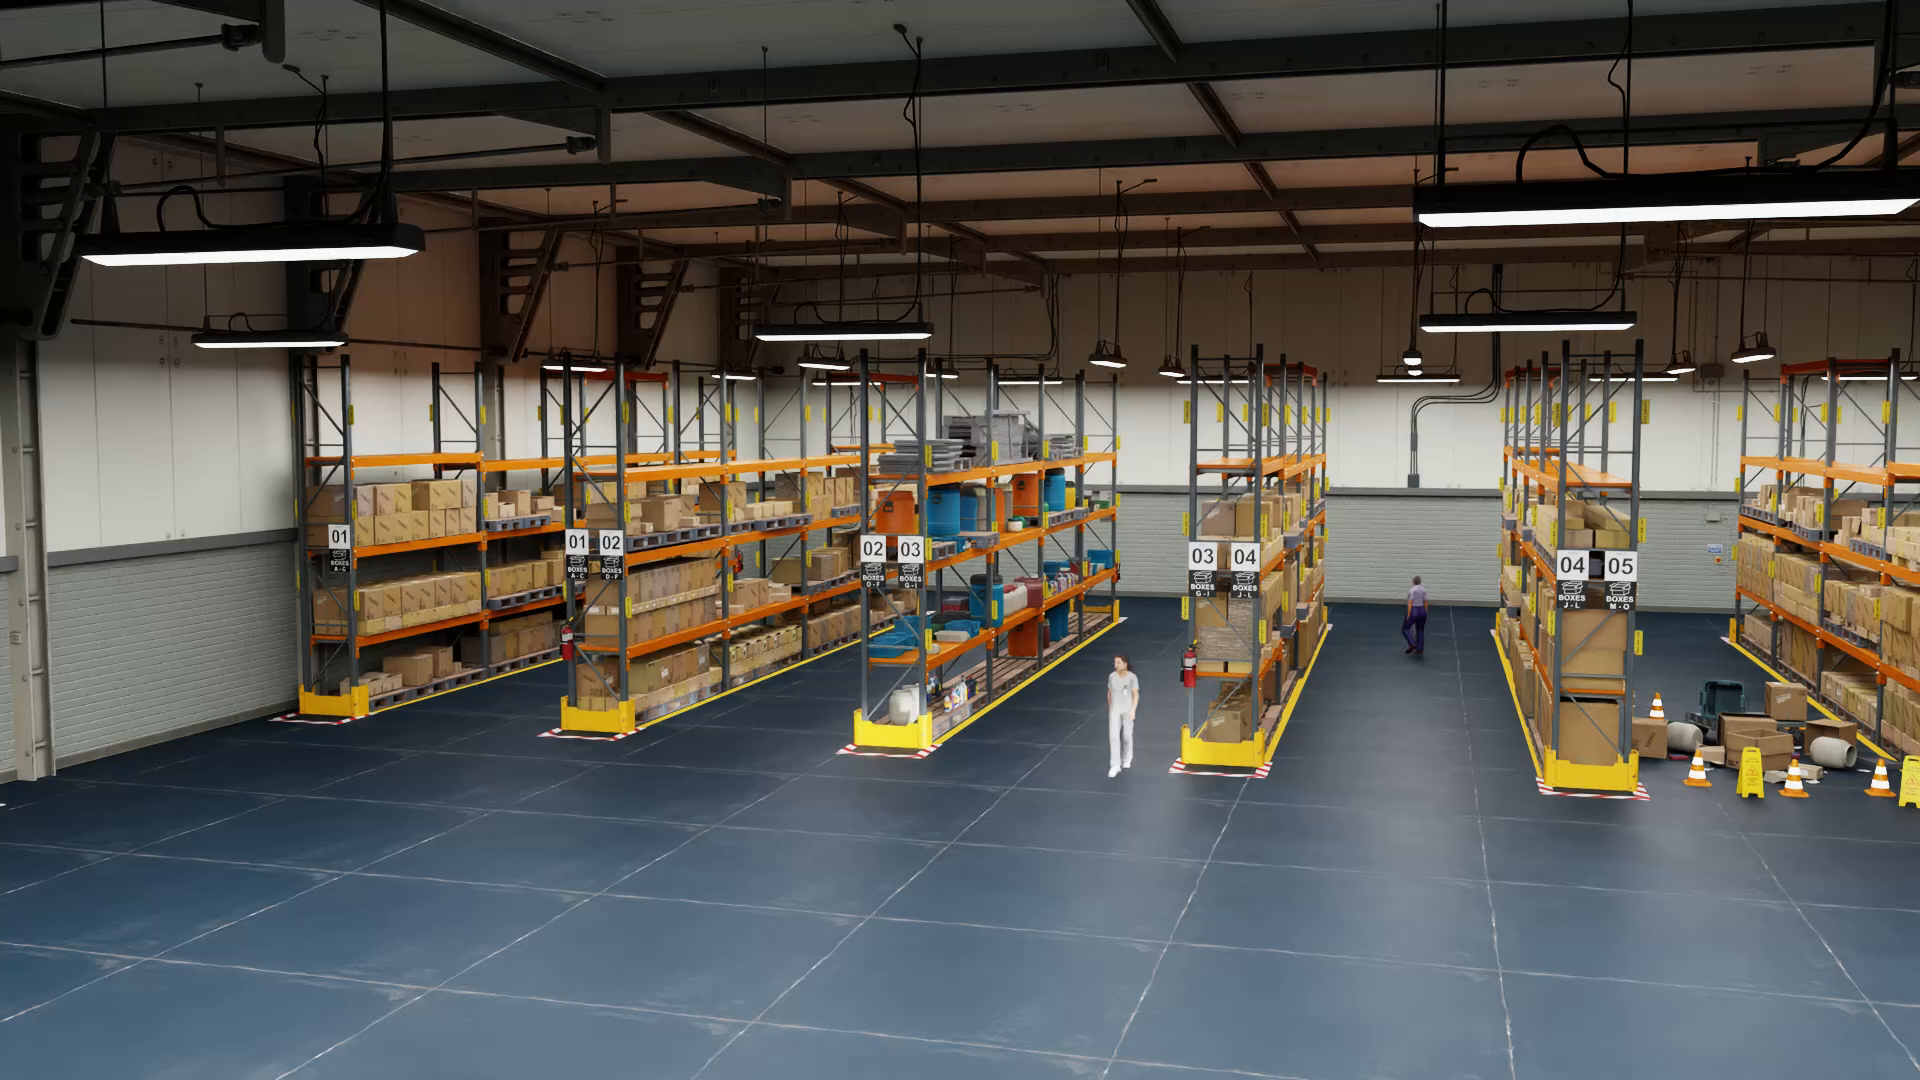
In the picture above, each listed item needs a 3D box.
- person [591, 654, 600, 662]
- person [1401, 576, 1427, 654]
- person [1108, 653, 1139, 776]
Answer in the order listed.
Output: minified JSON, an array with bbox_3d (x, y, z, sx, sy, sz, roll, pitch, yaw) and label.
[{"bbox_3d":[-6.876,1.719,31.969,0.617,1.704,1.058,0,4,6],"label":"person"},{"bbox_3d":[9.560,1.569,34.840,0.536,1.648,0.453,-2,5,-21],"label":"person"},{"bbox_3d":[2.270,2.419,23.288,0.470,1.652,0.836,1,4,17],"label":"person"}]
